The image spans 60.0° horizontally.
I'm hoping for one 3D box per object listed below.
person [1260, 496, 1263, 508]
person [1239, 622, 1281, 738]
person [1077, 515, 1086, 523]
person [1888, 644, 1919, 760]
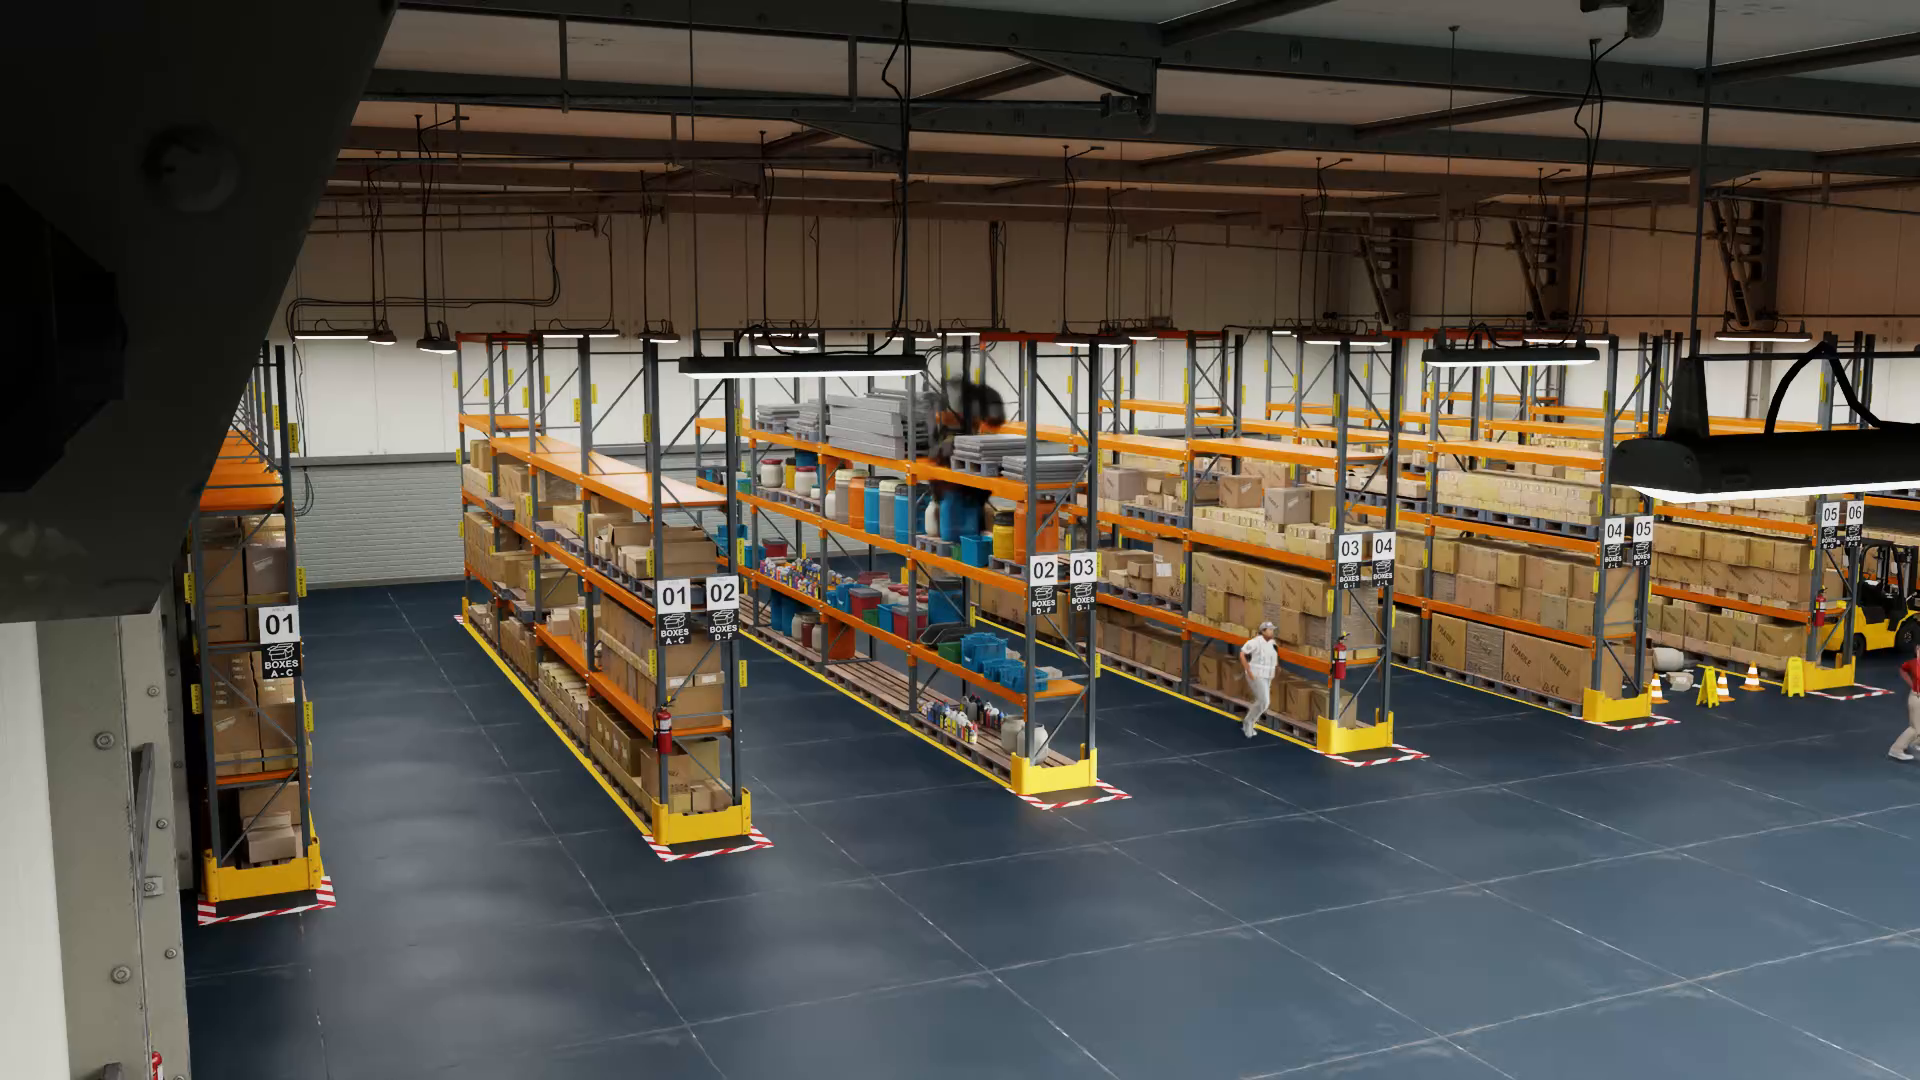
[{"bbox_3d":[8.095,-0.442,44.113,0.605,1.687,0.715,1,8,10],"label":"person"},{"bbox_3d":[4.400,2.020,24.103,0.604,1.681,0.547,-7,10,-41],"label":"person"},{"bbox_3d":[2.891,-0.046,41.338,0.607,1.673,0.698,-5,9,-32],"label":"person"},{"bbox_3d":[13.657,2.335,23.621,0.737,1.754,0.671,4,9,26],"label":"person"}]
